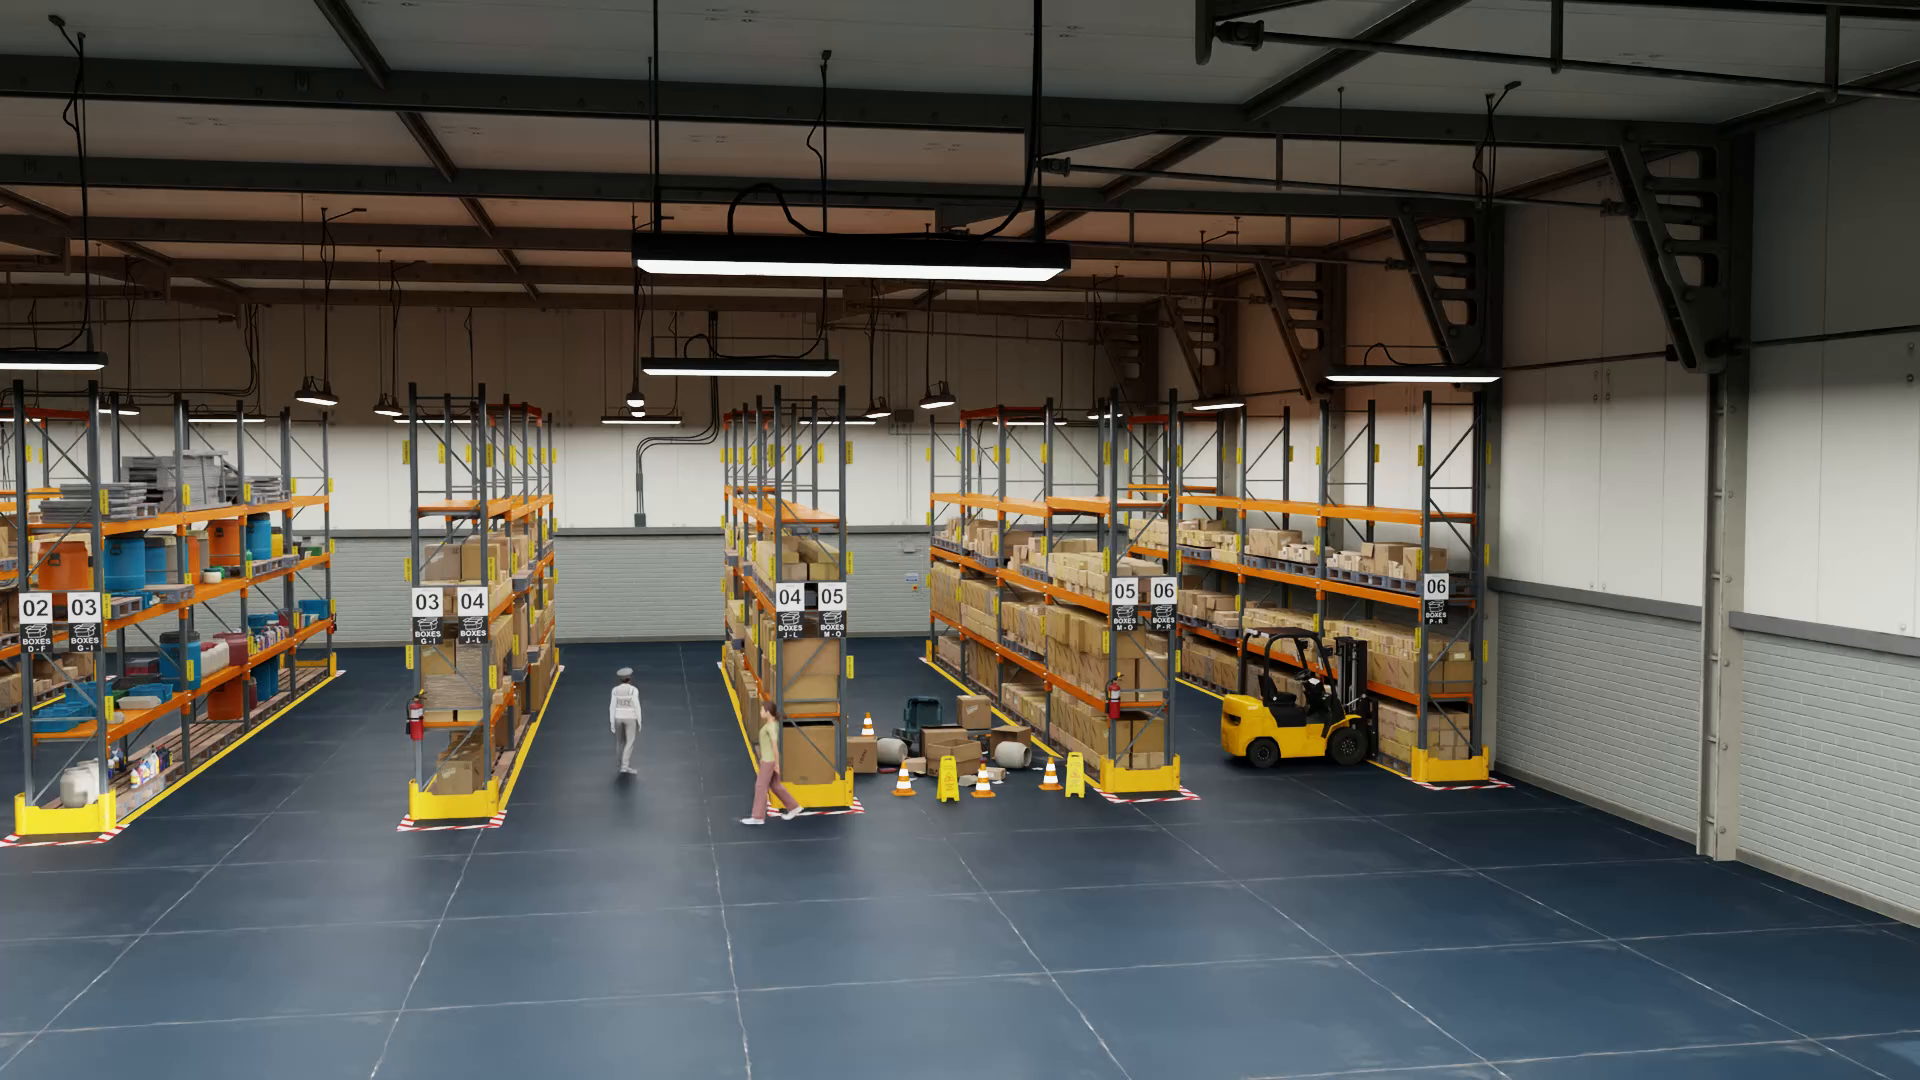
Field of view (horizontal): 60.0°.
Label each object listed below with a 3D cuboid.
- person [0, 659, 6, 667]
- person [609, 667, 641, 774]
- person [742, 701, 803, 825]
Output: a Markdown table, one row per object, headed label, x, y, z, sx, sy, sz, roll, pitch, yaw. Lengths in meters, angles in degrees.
| label | x | y | z | sx | sy | sz | roll | pitch | yaw |
| --- | --- | --- | --- | --- | --- | --- | --- | --- | --- |
| person | -21.601 | 2.246 | 37.193 | 0.640 | 1.761 | 0.701 | -1 | 3 | -17 |
| person | -5.244 | 2.843 | 26.128 | 0.548 | 1.653 | 0.918 | 0 | 3 | 9 |
| person | -2.554 | 3.019 | 22.633 | 0.810 | 1.656 | 0.437 | 0 | 3 | -2 |
